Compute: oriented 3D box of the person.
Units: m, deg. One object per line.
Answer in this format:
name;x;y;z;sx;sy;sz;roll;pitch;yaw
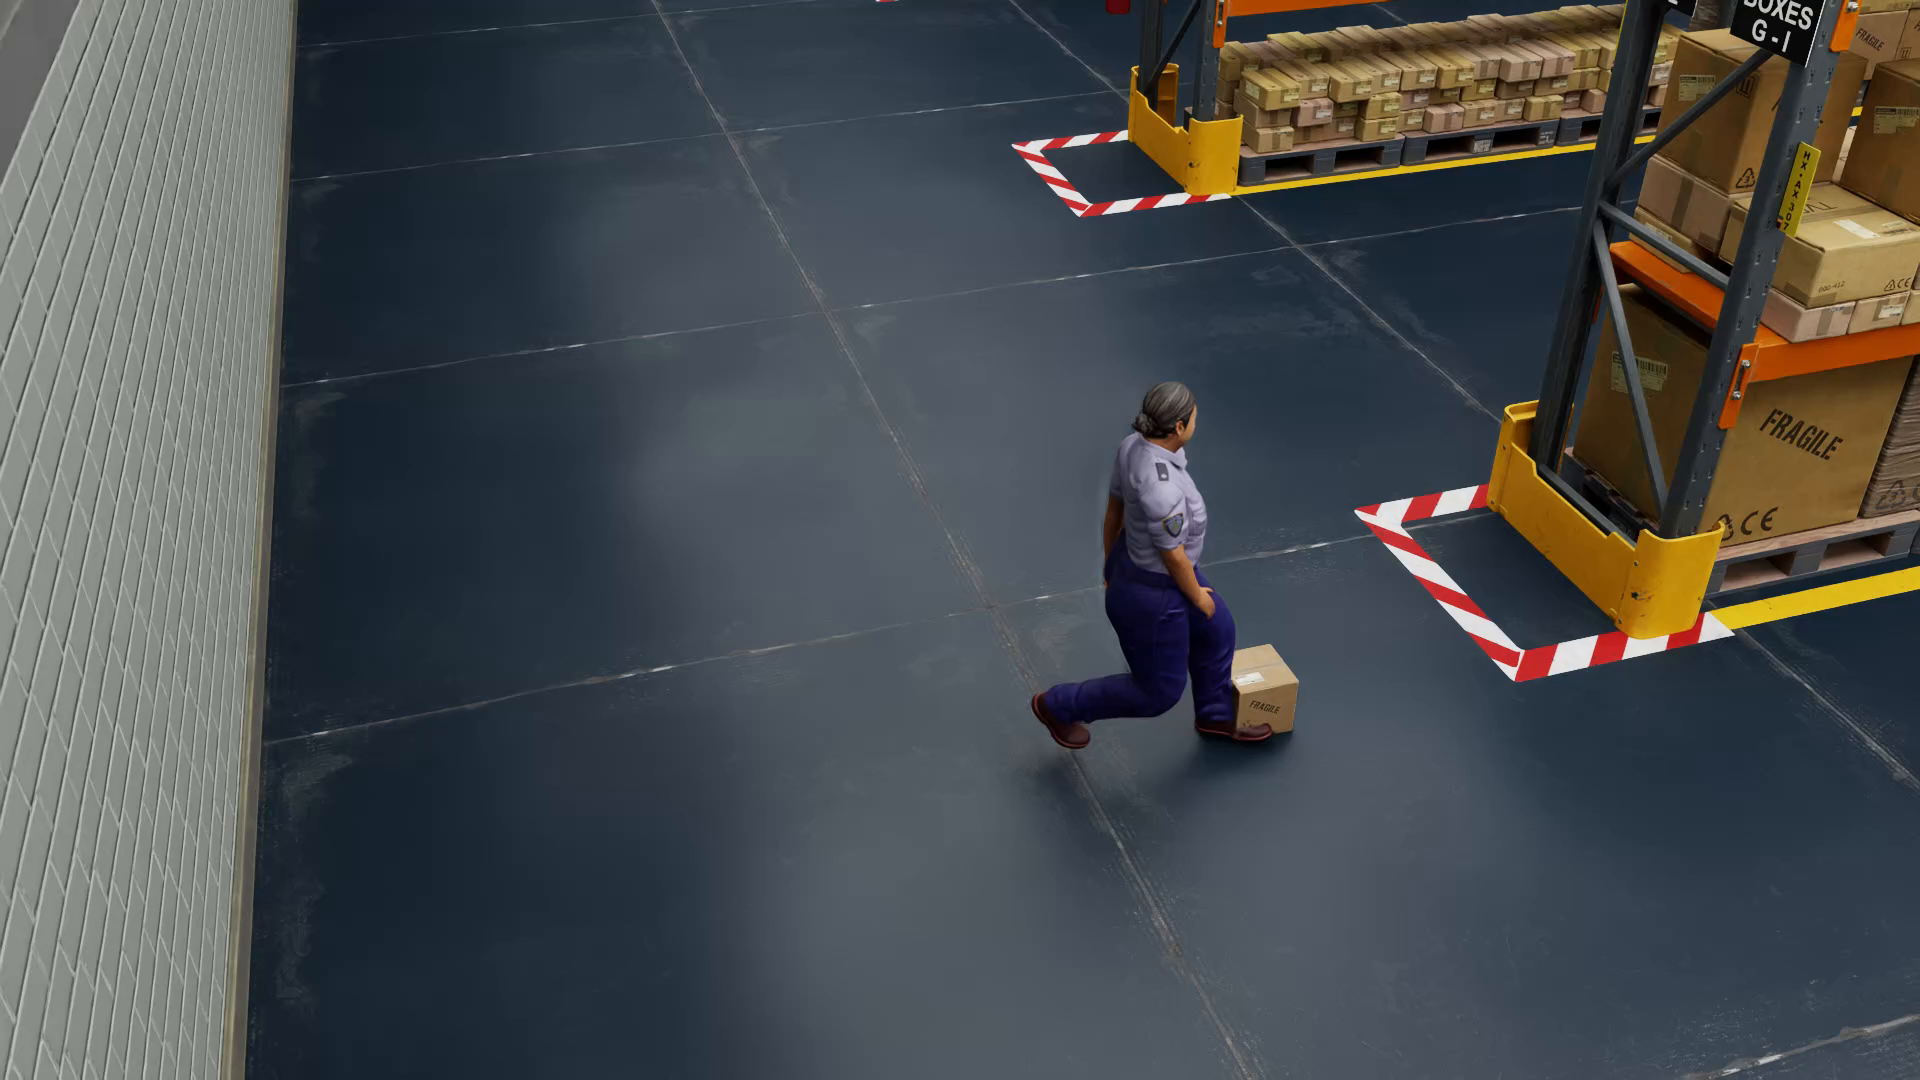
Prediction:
person;0.740;0.135;6.012;0.943;1.555;0.467;0;34;0
